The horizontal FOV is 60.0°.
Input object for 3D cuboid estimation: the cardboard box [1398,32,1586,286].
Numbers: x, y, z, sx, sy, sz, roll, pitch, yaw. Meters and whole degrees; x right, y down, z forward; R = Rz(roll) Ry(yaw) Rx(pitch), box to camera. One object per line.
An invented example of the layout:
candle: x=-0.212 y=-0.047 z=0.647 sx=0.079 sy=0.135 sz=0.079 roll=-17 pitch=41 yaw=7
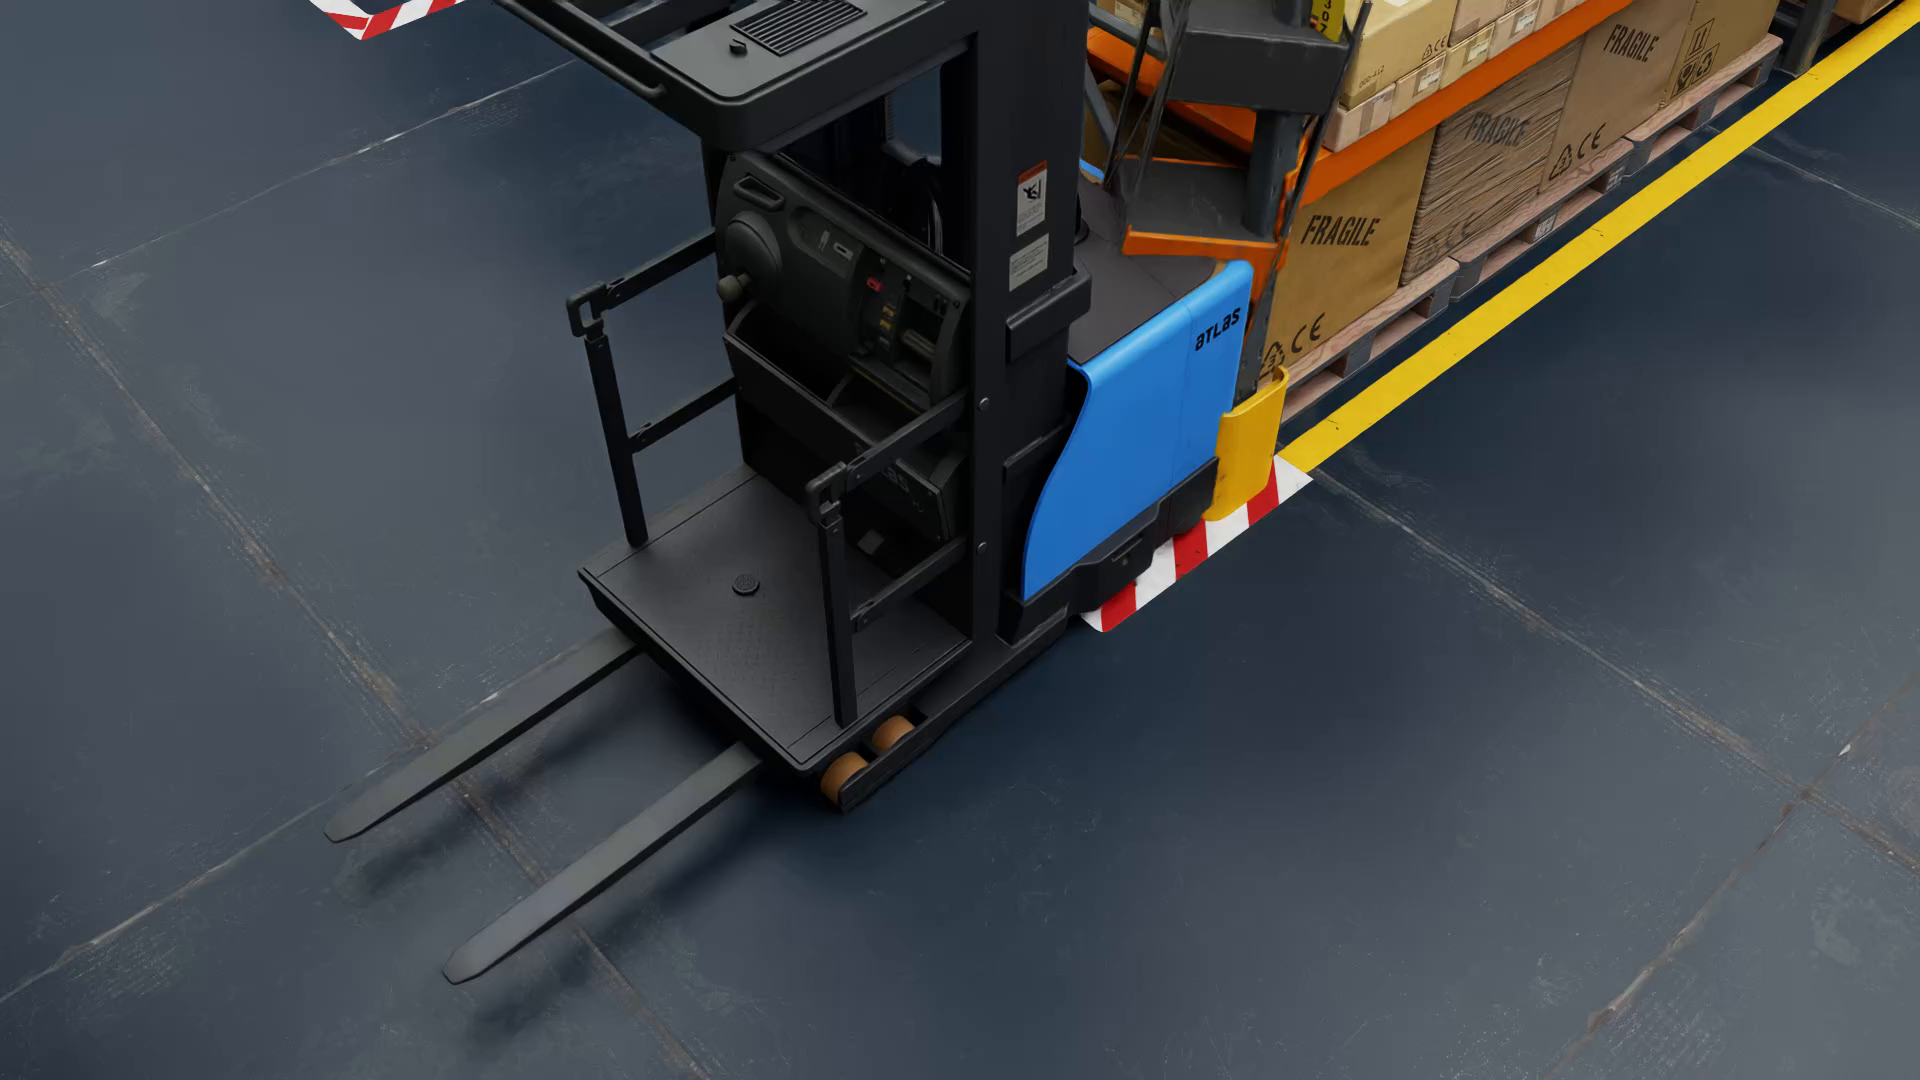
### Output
cardboard box: x=1.721 y=-1.708 z=6.445 sx=0.875 sy=0.875 sz=0.875 roll=-34 pitch=56 yaw=-27

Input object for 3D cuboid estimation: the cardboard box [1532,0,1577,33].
cardboard box: x=1.871 y=-1.896 z=5.630 sx=0.250 sy=0.149 sz=0.380 roll=-35 pitch=56 yaw=-28

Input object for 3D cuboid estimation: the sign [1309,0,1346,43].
sign: x=0.997 y=-1.492 z=4.443 sx=0.005 sy=0.325 sz=0.100 roll=-34 pitch=56 yaw=-27

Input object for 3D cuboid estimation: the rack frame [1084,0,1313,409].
rack frame: x=0.628 y=-1.476 z=5.071 sx=0.127 sy=3.000 sz=1.000 roll=-34 pitch=56 yaw=-27

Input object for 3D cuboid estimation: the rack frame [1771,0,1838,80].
rack frame: x=3.587 y=-3.454 z=6.896 sx=0.127 sy=3.000 sz=1.000 roll=-34 pitch=56 yaw=-27

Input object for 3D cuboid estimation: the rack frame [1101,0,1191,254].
rack frame: x=0.456 y=-0.935 z=5.282 sx=0.015 sy=2.100 sz=0.400 roll=3 pitch=49 yaw=-8

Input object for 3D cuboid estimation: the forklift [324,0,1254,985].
forklift: x=-0.484 y=-0.627 z=4.334 sx=3.031 sy=2.935 sz=1.130 roll=-36 pitch=57 yaw=-28

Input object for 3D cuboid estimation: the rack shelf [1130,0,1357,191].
rack shelf: x=0.795 y=-1.366 z=4.803 sx=0.480 sy=0.518 sz=0.431 roll=3 pitch=49 yaw=-8

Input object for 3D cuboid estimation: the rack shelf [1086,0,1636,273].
rack shelf: x=2.107 y=-2.221 z=6.248 sx=4.000 sy=0.370 sz=1.077 roll=-34 pitch=56 yaw=-27

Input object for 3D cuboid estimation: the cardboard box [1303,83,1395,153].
cardboard box: x=1.112 y=-1.387 z=5.160 sx=0.250 sy=0.149 sz=0.380 roll=-33 pitch=55 yaw=-27

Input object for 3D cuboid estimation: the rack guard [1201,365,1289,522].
rack guard: x=0.610 y=-0.617 z=5.979 sx=0.348 sy=0.500 sz=1.175 roll=-34 pitch=56 yaw=-27

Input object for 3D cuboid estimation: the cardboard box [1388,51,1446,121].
cardboard box: x=1.301 y=-1.515 z=5.278 sx=0.250 sy=0.149 sz=0.380 roll=-35 pitch=56 yaw=-28

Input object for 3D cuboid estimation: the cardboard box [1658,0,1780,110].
cardboard box: x=3.045 y=-2.593 z=7.262 sx=0.875 sy=0.875 sz=0.875 roll=-34 pitch=56 yaw=-27

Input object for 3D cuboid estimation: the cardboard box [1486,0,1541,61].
cardboard box: x=1.683 y=-1.771 z=5.514 sx=0.250 sy=0.149 sz=0.380 roll=-35 pitch=56 yaw=-28

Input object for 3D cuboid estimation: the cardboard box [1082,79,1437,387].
cardboard box: x=1.047 y=-1.258 z=6.030 sx=0.875 sy=0.875 sz=0.875 roll=-34 pitch=56 yaw=-27

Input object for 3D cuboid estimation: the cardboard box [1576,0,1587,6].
cardboard box: x=2.062 y=-2.024 z=5.748 sx=0.250 sy=0.149 sz=0.380 roll=-34 pitch=56 yaw=-27

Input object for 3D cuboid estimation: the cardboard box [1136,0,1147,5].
cardboard box: x=0.808 y=-1.910 z=5.371 sx=0.500 sy=0.250 sz=0.500 roll=-35 pitch=56 yaw=-28

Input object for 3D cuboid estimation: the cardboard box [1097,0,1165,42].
cardboard box: x=0.670 y=-1.746 z=5.491 sx=0.250 sy=0.149 sz=0.380 roll=-33 pitch=55 yaw=-27

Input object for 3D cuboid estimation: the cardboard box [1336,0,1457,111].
cardboard box: x=1.164 y=-1.617 z=5.101 sx=0.500 sy=0.250 sz=0.500 roll=-35 pitch=56 yaw=-28

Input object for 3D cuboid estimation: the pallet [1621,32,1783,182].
pallet: x=2.972 y=-2.175 z=7.613 sx=1.213 sy=0.211 sz=1.003 roll=-34 pitch=56 yaw=-27

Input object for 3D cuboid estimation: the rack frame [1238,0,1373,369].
rack frame: x=0.938 y=-0.905 z=5.349 sx=0.015 sy=2.100 sz=0.400 roll=3 pitch=49 yaw=-8

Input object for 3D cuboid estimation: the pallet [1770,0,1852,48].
pallet: x=4.107 y=-2.931 z=8.311 sx=1.213 sy=0.211 sz=1.003 roll=-34 pitch=56 yaw=-27

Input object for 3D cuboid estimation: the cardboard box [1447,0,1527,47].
cardboard box: x=1.545 y=-1.877 z=5.341 sx=0.500 sy=0.250 sz=0.500 roll=-34 pitch=56 yaw=-28

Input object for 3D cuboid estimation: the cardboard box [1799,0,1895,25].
cardboard box: x=4.047 y=-3.203 z=7.825 sx=0.875 sy=0.875 sz=1.225 roll=-34 pitch=56 yaw=-27

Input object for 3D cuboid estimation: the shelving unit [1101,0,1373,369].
shelving unit: x=0.697 y=-0.920 z=5.315 sx=0.503 sy=2.100 sz=0.431 roll=3 pitch=49 yaw=-8

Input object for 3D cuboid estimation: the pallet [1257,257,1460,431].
pallet: x=1.167 y=-0.969 z=6.500 sx=1.213 sy=0.211 sz=1.003 roll=-34 pitch=56 yaw=-27

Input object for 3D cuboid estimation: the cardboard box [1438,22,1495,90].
cardboard box: x=1.490 y=-1.642 z=5.395 sx=0.250 sy=0.149 sz=0.380 roll=-35 pitch=56 yaw=-28

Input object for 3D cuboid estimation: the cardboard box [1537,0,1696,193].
cardboard box: x=2.379 y=-2.148 z=6.851 sx=0.875 sy=0.875 sz=0.875 roll=-34 pitch=56 yaw=-27

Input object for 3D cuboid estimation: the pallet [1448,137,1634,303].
pallet: x=2.069 y=-1.569 z=7.054 sx=1.213 sy=0.211 sz=1.003 roll=-34 pitch=56 yaw=-27

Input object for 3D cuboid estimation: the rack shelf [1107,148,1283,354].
rack shelf: x=0.695 y=-0.911 z=5.326 sx=0.480 sy=0.518 sz=0.431 roll=3 pitch=49 yaw=-8
